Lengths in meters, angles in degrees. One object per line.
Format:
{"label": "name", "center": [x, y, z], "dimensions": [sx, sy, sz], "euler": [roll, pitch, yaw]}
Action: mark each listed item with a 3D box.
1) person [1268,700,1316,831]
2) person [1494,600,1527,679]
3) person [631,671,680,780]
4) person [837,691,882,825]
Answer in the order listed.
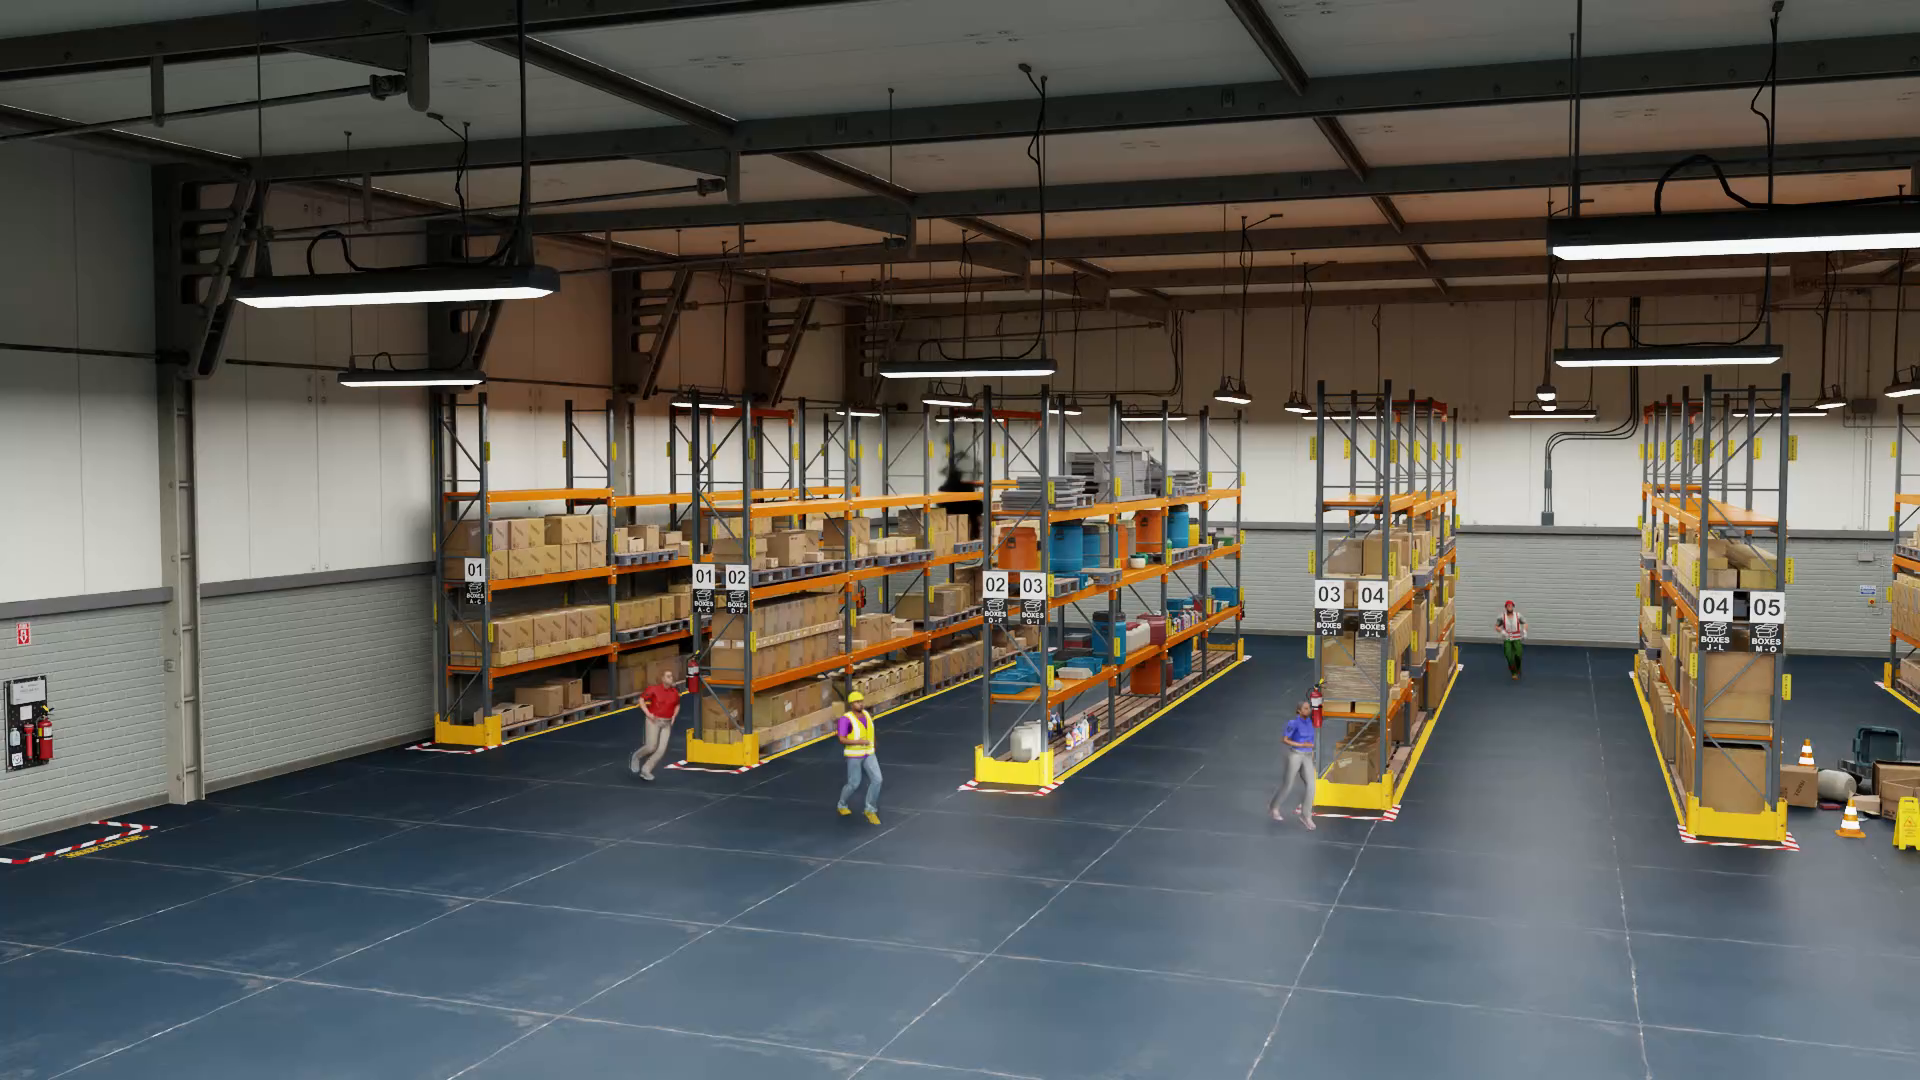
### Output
{"label": "person", "center": [4.552, 2.987, 22.283], "dimensions": [0.586, 1.665, 0.796], "euler": [-2, 3, -29]}
{"label": "person", "center": [12.048, 2.189, 36.358], "dimensions": [0.691, 1.736, 0.517], "euler": [1, 3, 14]}
{"label": "person", "center": [-4.642, 2.826, 25.591], "dimensions": [0.734, 1.641, 0.611], "euler": [-2, 4, -38]}
{"label": "person", "center": [-1.358, 2.944, 22.513], "dimensions": [0.707, 1.801, 0.757], "euler": [-2, 4, -38]}
